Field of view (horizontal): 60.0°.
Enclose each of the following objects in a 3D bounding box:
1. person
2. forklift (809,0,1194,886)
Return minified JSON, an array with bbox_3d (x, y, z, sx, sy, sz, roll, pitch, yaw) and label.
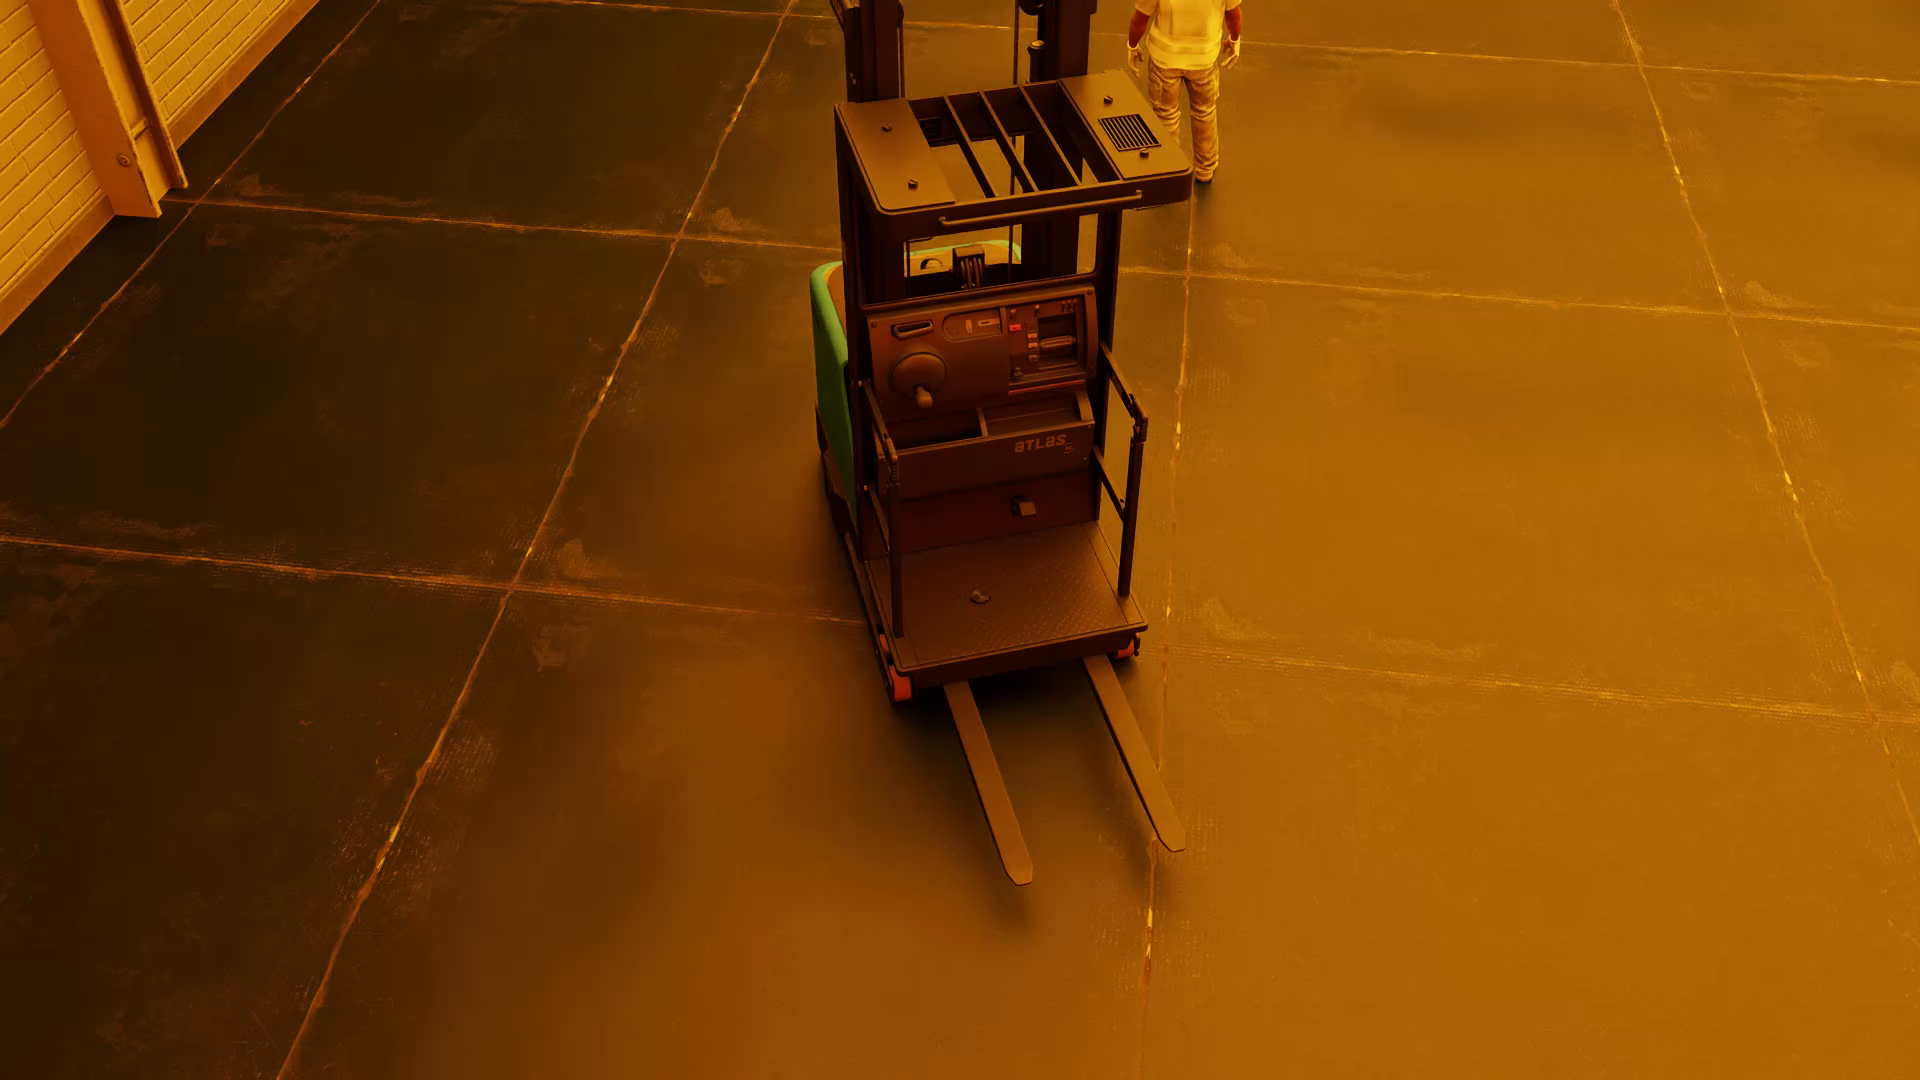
[{"bbox_3d":[1.297,-2.877,9.694,0.656,1.785,0.575,0,43,0],"label":"person"},{"bbox_3d":[0.153,-0.681,6.465,1.130,2.935,3.031,-10,44,-11],"label":"forklift"}]
